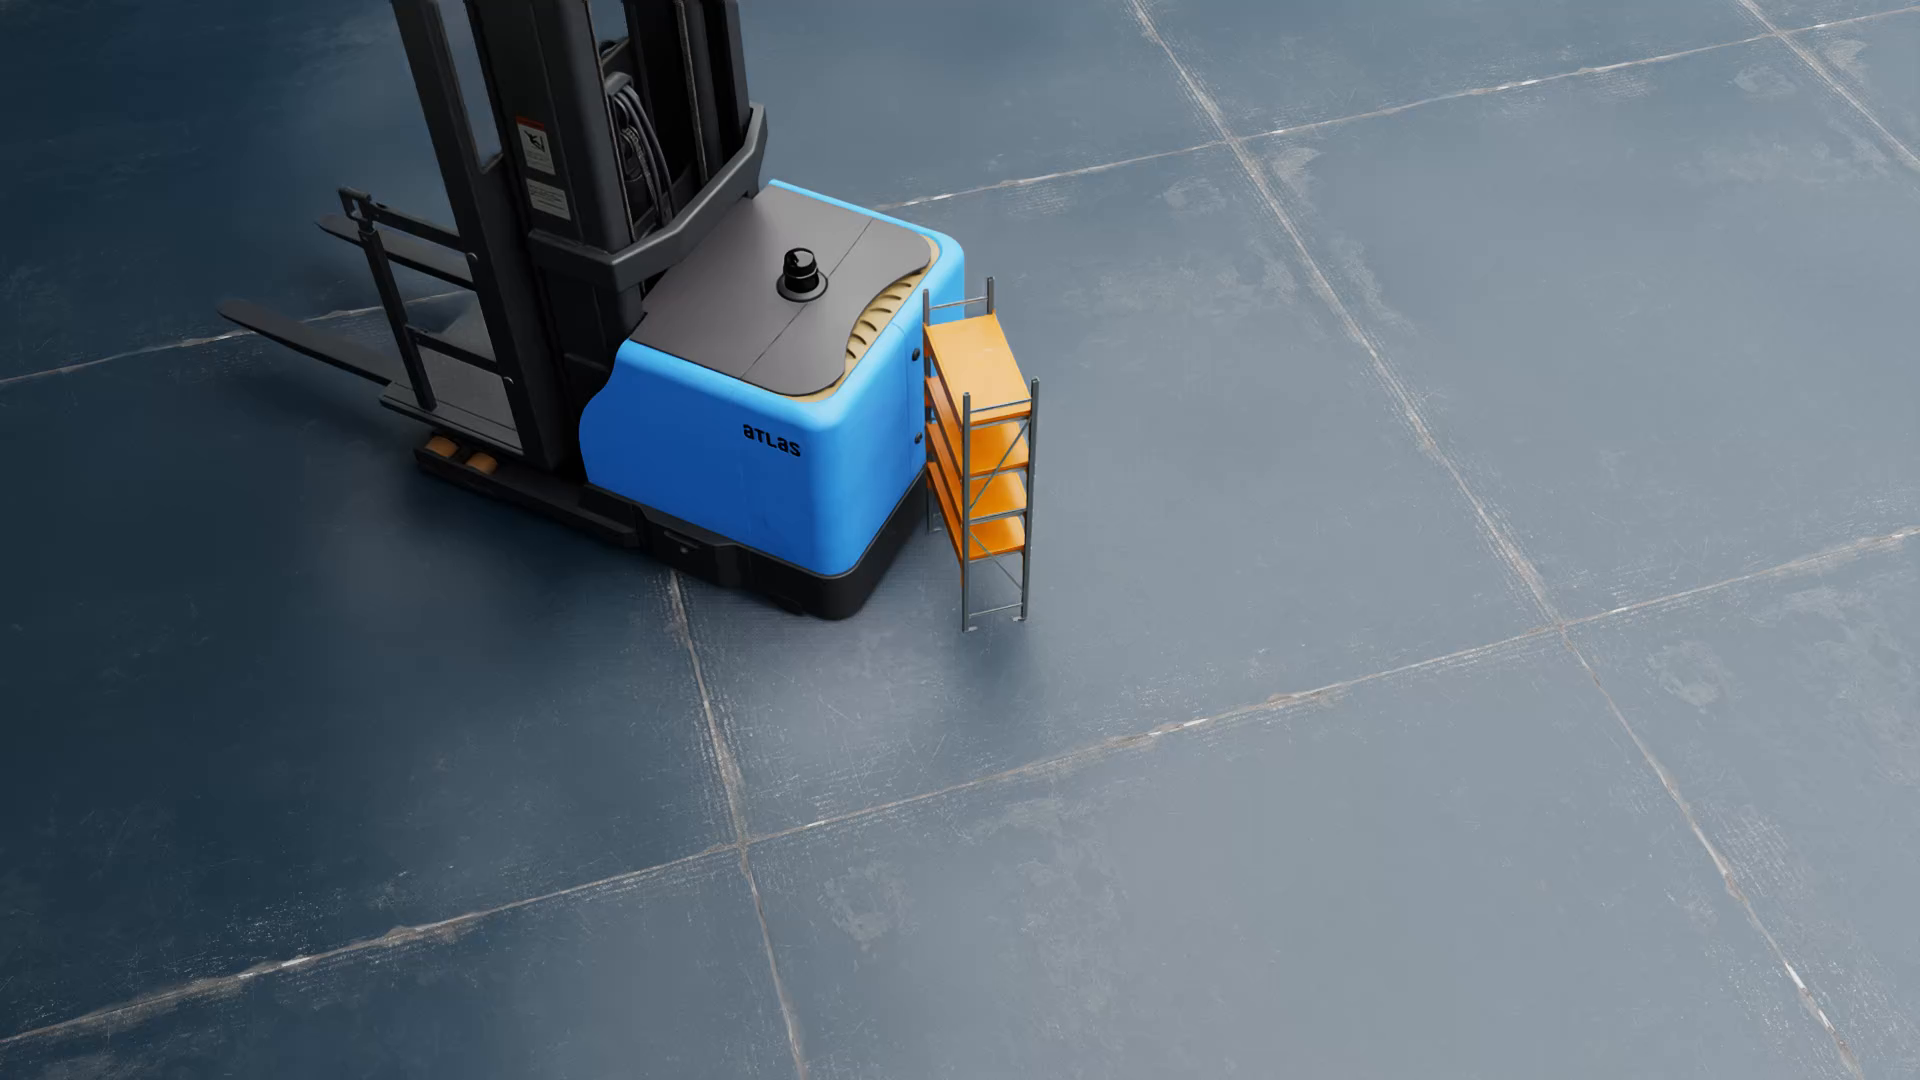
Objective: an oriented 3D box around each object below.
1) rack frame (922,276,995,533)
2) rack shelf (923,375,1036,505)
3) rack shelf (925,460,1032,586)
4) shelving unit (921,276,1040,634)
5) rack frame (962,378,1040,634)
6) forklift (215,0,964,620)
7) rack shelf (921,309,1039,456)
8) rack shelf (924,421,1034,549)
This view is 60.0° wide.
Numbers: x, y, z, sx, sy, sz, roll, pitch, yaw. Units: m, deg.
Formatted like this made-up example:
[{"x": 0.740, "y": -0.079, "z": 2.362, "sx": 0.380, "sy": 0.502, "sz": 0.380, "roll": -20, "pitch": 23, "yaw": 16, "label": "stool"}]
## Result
[{"x": -0.005, "y": -0.441, "z": 5.837, "sx": 0.240, "sy": 1.200, "sz": 0.015, "roll": -12, "pitch": 51, "yaw": -10, "label": "rack frame"}, {"x": 0.061, "y": -0.362, "z": 5.566, "sx": 0.258, "sy": 0.148, "sz": 0.480, "roll": -12, "pitch": 51, "yaw": -10, "label": "rack shelf"}, {"x": 0.061, "y": -0.090, "z": 5.889, "sx": 0.258, "sy": 0.148, "sz": 0.480, "roll": -12, "pitch": 51, "yaw": -10, "label": "rack shelf"}, {"x": 0.061, "y": -0.261, "z": 5.685, "sx": 0.258, "sy": 1.200, "sz": 0.503, "roll": -12, "pitch": 51, "yaw": -10, "label": "shelving unit"}, {"x": 0.126, "y": -0.081, "z": 5.534, "sx": 0.240, "sy": 1.200, "sz": 0.015, "roll": -12, "pitch": 51, "yaw": -10, "label": "rack frame"}, {"x": -1.523, "y": -1.458, "z": 5.562, "sx": 3.031, "sy": 2.935, "sz": 1.130, "roll": 21, "pitch": 53, "yaw": 17, "label": "forklift"}, {"x": 0.061, "y": -0.514, "z": 5.385, "sx": 0.258, "sy": 0.148, "sz": 0.480, "roll": -12, "pitch": 51, "yaw": -10, "label": "rack shelf"}, {"x": 0.061, "y": -0.218, "z": 5.737, "sx": 0.258, "sy": 0.148, "sz": 0.480, "roll": -12, "pitch": 51, "yaw": -10, "label": "rack shelf"}]
